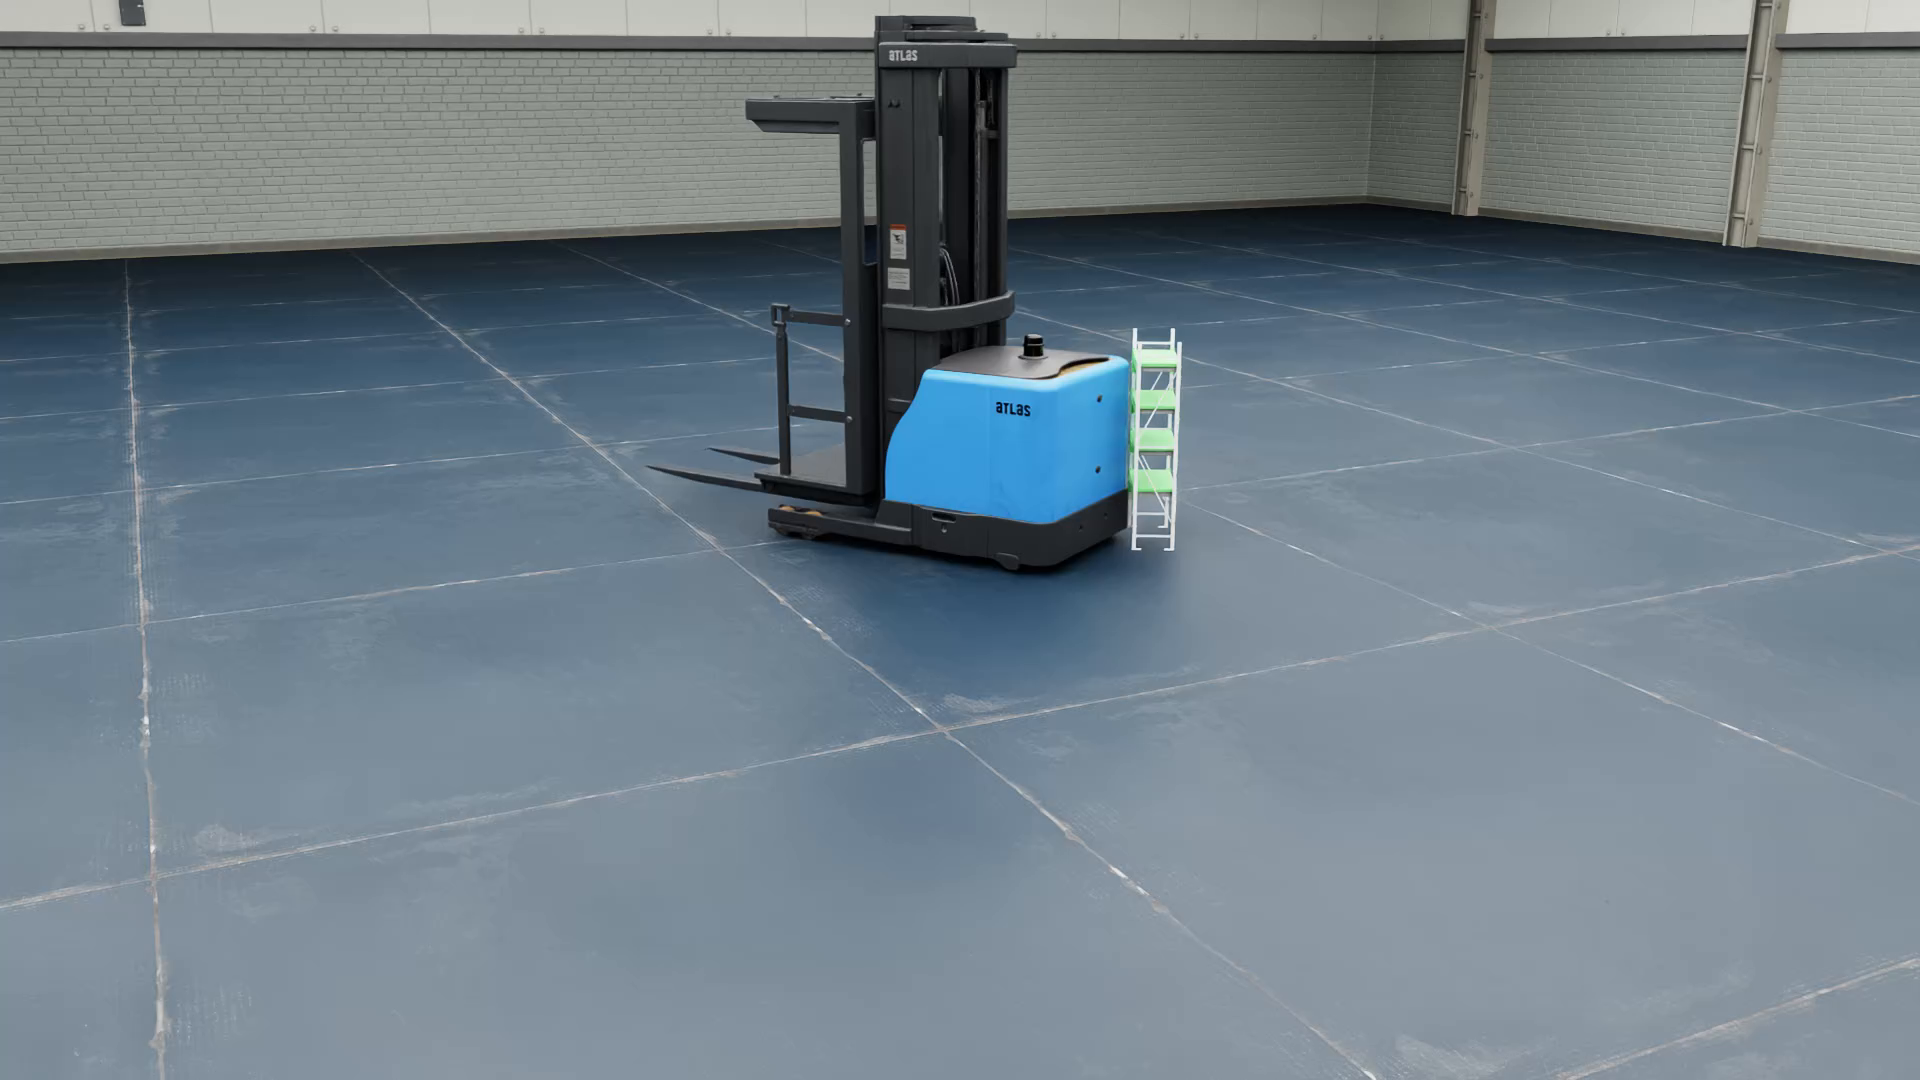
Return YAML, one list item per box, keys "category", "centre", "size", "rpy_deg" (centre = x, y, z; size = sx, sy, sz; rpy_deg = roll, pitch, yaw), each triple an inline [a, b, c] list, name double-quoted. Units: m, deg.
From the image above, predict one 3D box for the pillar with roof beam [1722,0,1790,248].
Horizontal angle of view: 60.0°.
- category: "pillar with roof beam"
  centre: [8.051, -8.300, 22.361]
  size: [9.100, 9.000, 0.400]
  rpy_deg: [-8, 18, -25]

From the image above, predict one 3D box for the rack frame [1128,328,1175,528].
- category: "rack frame"
  centre: [1.131, -0.654, 9.853]
  size: [0.240, 1.200, 0.015]
  rpy_deg: [1, 16, 3]

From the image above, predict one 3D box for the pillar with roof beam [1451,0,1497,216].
- category: "pillar with roof beam"
  centre: [5.422, -9.788, 27.545]
  size: [9.100, 9.000, 0.400]
  rpy_deg: [-8, 18, -25]

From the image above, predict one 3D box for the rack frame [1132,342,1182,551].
- category: "rack frame"
  centre: [1.108, -0.519, 9.385]
  size: [0.240, 1.200, 0.015]
  rpy_deg: [1, 16, 3]

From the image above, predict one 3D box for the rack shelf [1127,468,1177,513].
- category: "rack shelf"
  centre: [1.119, -0.294, 9.703]
  size: [0.258, 0.148, 0.480]
  rpy_deg: [1, 16, 3]

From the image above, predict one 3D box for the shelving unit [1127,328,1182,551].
- category: "shelving unit"
  centre: [1.119, -0.586, 9.619]
  size: [0.258, 1.200, 0.503]
  rpy_deg: [1, 16, 3]

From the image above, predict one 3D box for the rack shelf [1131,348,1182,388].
- category: "rack shelf"
  centre: [1.119, -0.986, 9.504]
  size: [0.258, 0.148, 0.480]
  rpy_deg: [1, 16, 3]

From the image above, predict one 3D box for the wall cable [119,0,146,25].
- category: "wall cable"
  centre: [-10.585, -10.170, 22.711]
  size: [2.305, 6.003, 0.169]
  rpy_deg: [-8, 18, -25]

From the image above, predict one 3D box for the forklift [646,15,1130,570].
- category: "forklift"
  centre: [-0.540, -1.527, 9.759]
  size: [3.031, 2.935, 1.130]
  rpy_deg: [10, 19, 30]

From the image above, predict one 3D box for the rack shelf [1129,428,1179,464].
- category: "rack shelf"
  centre: [1.119, -0.525, 9.637]
  size: [0.258, 0.148, 0.480]
  rpy_deg: [1, 16, 3]

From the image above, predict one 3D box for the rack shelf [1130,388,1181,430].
- category: "rack shelf"
  centre: [1.119, -0.756, 9.570]
  size: [0.258, 0.148, 0.480]
  rpy_deg: [1, 16, 3]
